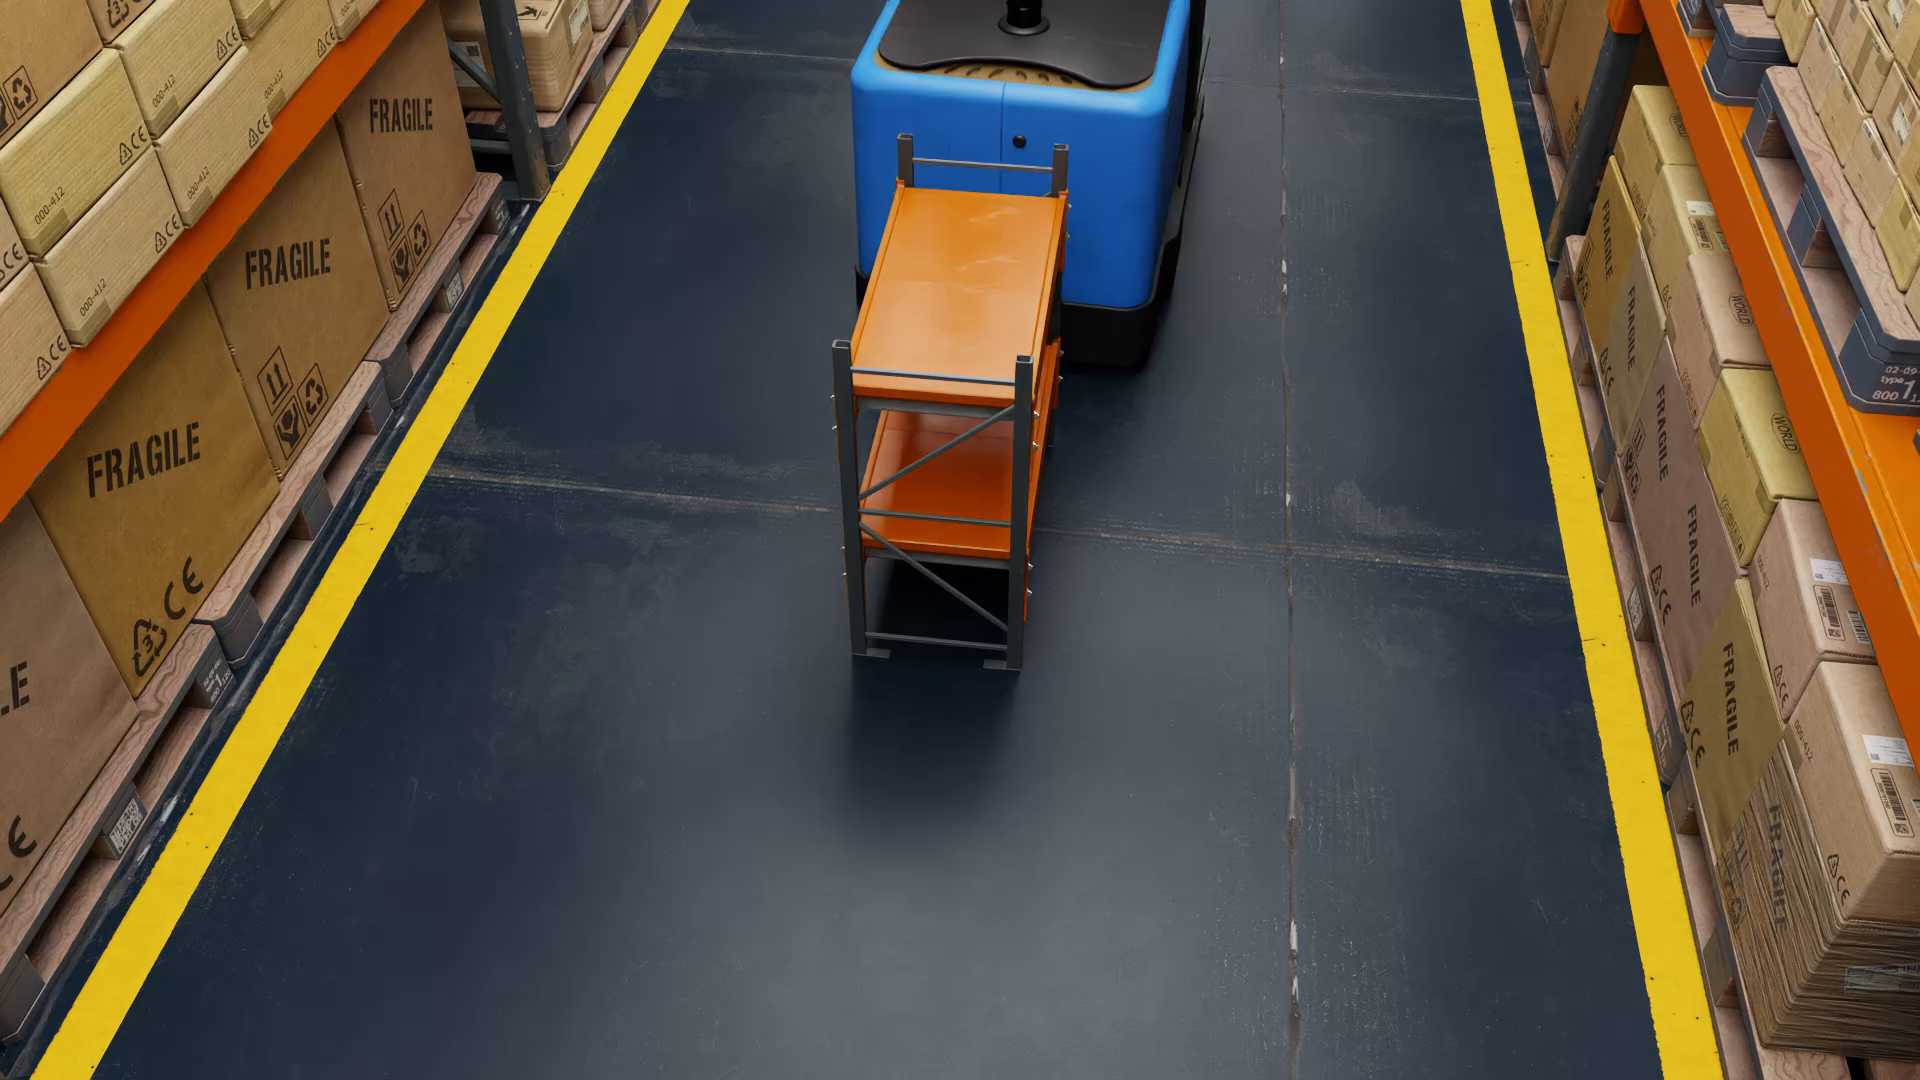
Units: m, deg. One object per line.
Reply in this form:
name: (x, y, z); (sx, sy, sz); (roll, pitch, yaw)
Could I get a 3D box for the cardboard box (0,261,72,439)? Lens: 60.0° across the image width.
cardboard box: (-2.307, -0.371, 3.570); (0.500, 0.250, 0.500); (4, 44, 4)

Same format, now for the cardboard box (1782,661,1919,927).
cardboard box: (2.074, 0.536, 3.469); (0.500, 0.250, 0.500); (4, 44, 4)

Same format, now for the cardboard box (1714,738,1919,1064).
cardboard box: (2.075, 0.812, 3.724); (0.500, 0.500, 0.500); (4, 44, 5)

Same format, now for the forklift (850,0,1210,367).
forklift: (0.427, -2.692, 5.961); (1.130, 2.935, 3.031); (8, 44, 8)

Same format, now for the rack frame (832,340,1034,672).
rack frame: (-0.068, -0.057, 4.493); (0.500, 1.125, 0.032); (5, 44, 6)

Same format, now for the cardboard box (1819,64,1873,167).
cardboard box: (2.323, -1.013, 4.016); (0.380, 0.149, 0.250); (6, 44, 6)

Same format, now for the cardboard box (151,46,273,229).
cardboard box: (-2.148, -1.059, 4.296); (0.500, 0.250, 0.500); (5, 44, 5)

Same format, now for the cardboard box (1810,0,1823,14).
cardboard box: (2.394, -1.461, 4.272); (0.380, 0.149, 0.250); (5, 44, 6)

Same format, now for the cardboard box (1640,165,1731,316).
cardboard box: (2.357, -0.866, 4.950); (0.500, 0.250, 0.500); (5, 44, 5)

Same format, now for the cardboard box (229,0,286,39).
cardboard box: (-2.088, -1.597, 4.500); (0.500, 0.250, 0.500); (4, 44, 4)

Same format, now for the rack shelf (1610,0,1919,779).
rack shelf: (2.491, -0.518, 4.139); (1.077, 0.370, 4.000); (5, 44, 6)

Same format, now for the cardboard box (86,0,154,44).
cardboard box: (-2.180, -1.514, 3.867); (0.500, 0.500, 0.500); (5, 44, 5)

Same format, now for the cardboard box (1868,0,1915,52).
cardboard box: (2.330, -1.226, 3.808); (0.380, 0.149, 0.250); (6, 44, 7)

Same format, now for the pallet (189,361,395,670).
pallet: (-2.507, -0.151, 5.256); (1.003, 0.211, 1.213); (5, 44, 6)

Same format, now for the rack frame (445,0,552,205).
rack frame: (-2.165, -2.523, 5.733); (1.000, 3.000, 0.127); (5, 44, 6)

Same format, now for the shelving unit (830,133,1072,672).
shelving unit: (-0.001, -0.404, 4.858); (0.538, 1.125, 1.048); (5, 44, 6)

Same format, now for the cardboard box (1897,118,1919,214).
cardboard box: (2.254, -0.773, 3.546); (0.380, 0.149, 0.250); (5, 44, 6)

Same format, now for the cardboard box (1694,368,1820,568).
cardboard box: (2.211, -0.174, 4.220); (0.500, 0.250, 0.500); (3, 44, 4)

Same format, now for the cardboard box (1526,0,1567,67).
cardboard box: (3.037, -2.481, 7.019); (1.050, 0.750, 0.750); (6, 44, 6)

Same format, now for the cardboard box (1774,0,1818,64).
cardboard box: (2.391, -1.366, 4.388); (0.380, 0.149, 0.250); (7, 44, 7)

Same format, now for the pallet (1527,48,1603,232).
pallet: (2.934, -1.660, 6.850); (1.003, 0.211, 1.213); (5, 44, 6)

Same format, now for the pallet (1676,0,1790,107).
pallet: (2.767, -1.577, 4.874); (1.213, 0.211, 1.003); (5, 44, 6)

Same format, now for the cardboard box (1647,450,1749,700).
cardboard box: (2.215, 0.113, 4.462); (0.500, 0.500, 0.500); (4, 44, 5)

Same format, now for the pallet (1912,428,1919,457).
pallet: (2.472, 0.146, 3.054); (1.003, 0.211, 1.213); (5, 44, 6)

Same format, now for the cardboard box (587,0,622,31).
cardboard box: (-1.990, -2.609, 7.430); (0.950, 0.372, 0.625); (4, 44, 5)

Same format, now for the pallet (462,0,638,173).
pallet: (-2.060, -2.043, 7.254); (1.003, 0.211, 1.213); (5, 44, 6)

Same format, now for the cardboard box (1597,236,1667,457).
cardboard box: (2.346, -0.585, 5.199); (0.500, 0.500, 0.500); (6, 44, 6)

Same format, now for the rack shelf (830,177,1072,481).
rack shelf: (-0.001, -0.616, 4.657); (0.538, 0.278, 1.000); (5, 44, 6)

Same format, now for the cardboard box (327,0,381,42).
cardboard box: (-2.026, -1.751, 5.027); (0.500, 0.250, 0.500); (6, 44, 6)

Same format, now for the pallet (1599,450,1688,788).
pallet: (2.487, 0.232, 4.852); (1.003, 0.211, 1.213); (5, 44, 6)

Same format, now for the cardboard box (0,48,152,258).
cardboard box: (-2.222, -0.898, 3.762); (0.500, 0.250, 0.500); (6, 44, 6)

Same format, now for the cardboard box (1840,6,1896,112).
cardboard box: (2.324, -1.123, 3.915); (0.380, 0.149, 0.250); (5, 44, 5)

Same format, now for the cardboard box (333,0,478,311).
cardboard box: (-2.338, -1.441, 5.830); (0.875, 0.875, 0.875); (5, 44, 5)

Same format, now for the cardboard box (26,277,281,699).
cardboard box: (-2.579, -0.224, 4.545); (0.875, 0.875, 0.875); (6, 44, 7)

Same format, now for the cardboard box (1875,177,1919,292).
cardboard box: (2.252, -0.654, 3.637); (0.380, 0.149, 0.250); (7, 44, 7)
